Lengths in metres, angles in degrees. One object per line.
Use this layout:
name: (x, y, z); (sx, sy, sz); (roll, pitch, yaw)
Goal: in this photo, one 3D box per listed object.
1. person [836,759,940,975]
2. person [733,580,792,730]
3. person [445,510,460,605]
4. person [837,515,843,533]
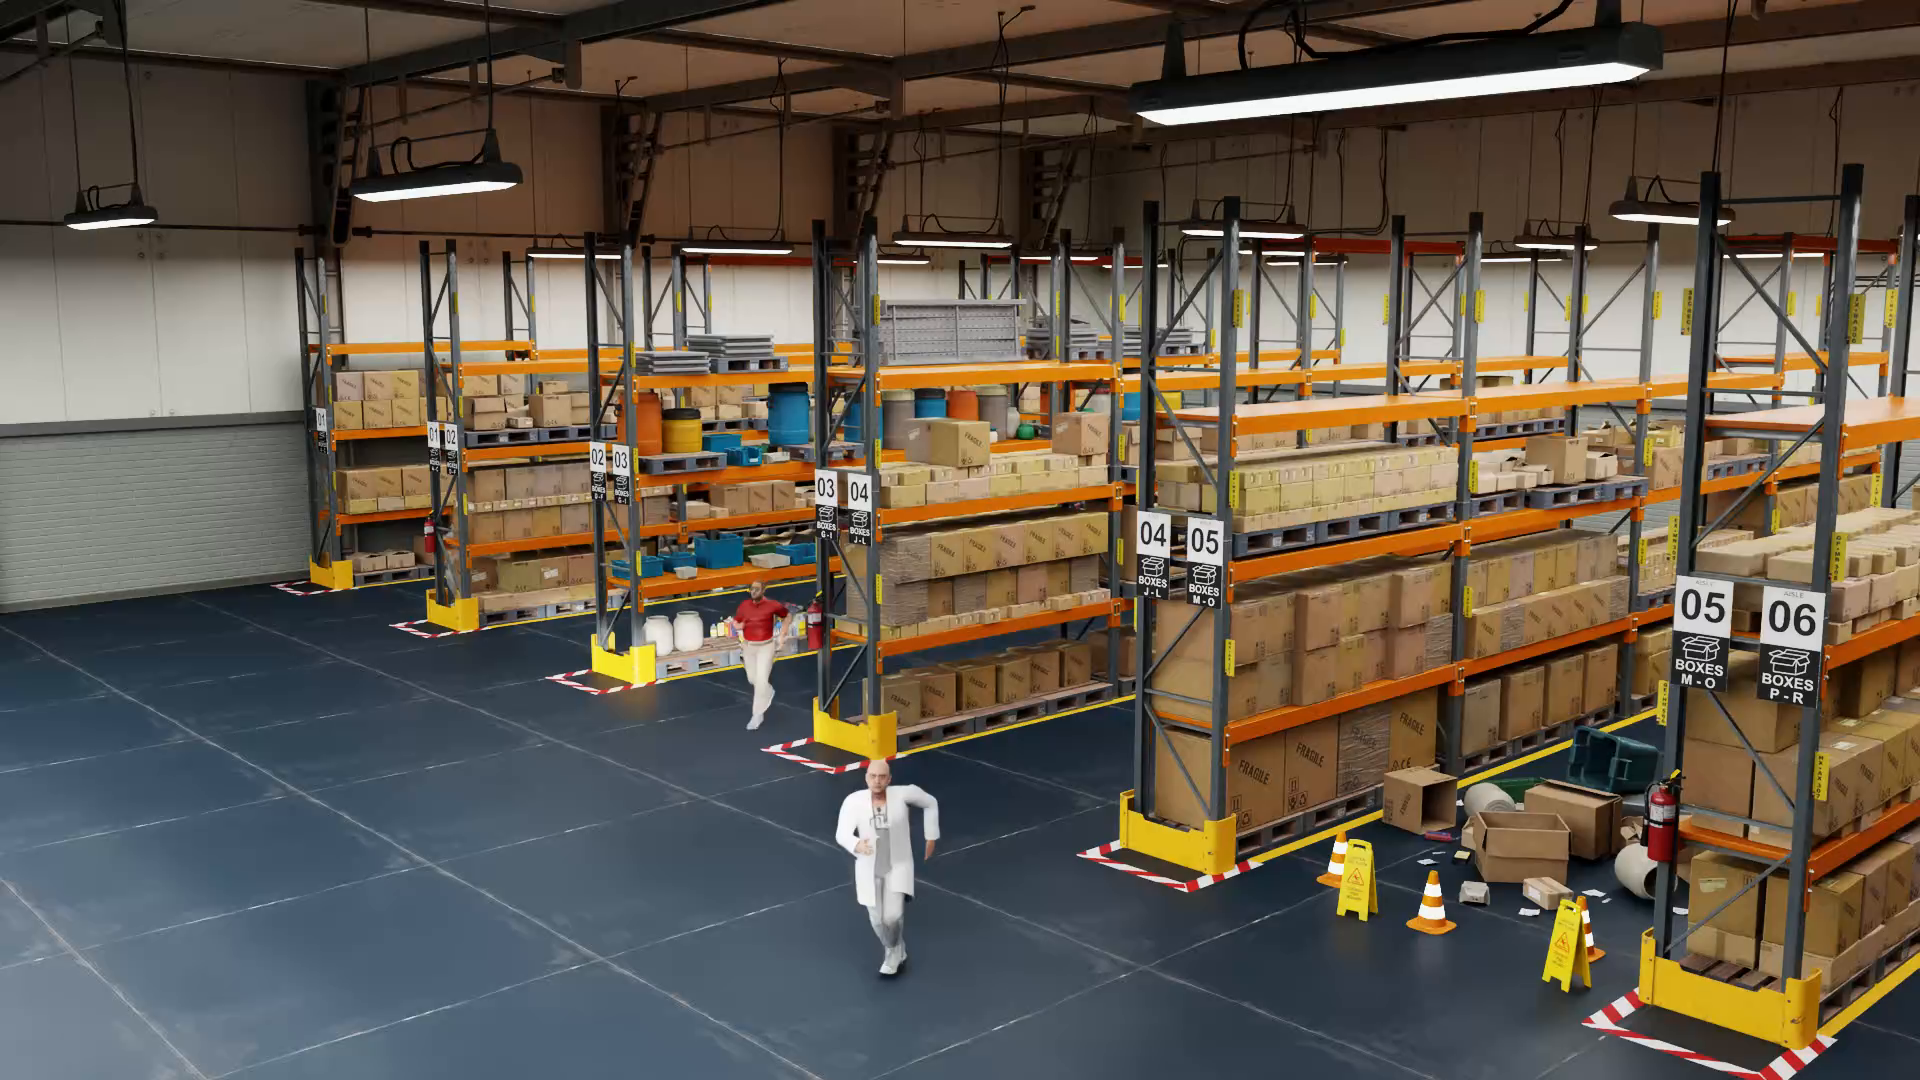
person: (-0.546, 2.483, 12.485); (0.759, 1.726, 0.794); (1, 8, 4)
person: (-2.436, 1.342, 20.254); (0.664, 1.740, 0.974); (3, 9, 20)
person: (-8.380, 0.290, 27.812); (0.548, 1.624, 0.558); (7, 11, 41)
person: (-2.353, -0.898, 35.199); (0.645, 1.783, 0.906); (7, 11, 41)
